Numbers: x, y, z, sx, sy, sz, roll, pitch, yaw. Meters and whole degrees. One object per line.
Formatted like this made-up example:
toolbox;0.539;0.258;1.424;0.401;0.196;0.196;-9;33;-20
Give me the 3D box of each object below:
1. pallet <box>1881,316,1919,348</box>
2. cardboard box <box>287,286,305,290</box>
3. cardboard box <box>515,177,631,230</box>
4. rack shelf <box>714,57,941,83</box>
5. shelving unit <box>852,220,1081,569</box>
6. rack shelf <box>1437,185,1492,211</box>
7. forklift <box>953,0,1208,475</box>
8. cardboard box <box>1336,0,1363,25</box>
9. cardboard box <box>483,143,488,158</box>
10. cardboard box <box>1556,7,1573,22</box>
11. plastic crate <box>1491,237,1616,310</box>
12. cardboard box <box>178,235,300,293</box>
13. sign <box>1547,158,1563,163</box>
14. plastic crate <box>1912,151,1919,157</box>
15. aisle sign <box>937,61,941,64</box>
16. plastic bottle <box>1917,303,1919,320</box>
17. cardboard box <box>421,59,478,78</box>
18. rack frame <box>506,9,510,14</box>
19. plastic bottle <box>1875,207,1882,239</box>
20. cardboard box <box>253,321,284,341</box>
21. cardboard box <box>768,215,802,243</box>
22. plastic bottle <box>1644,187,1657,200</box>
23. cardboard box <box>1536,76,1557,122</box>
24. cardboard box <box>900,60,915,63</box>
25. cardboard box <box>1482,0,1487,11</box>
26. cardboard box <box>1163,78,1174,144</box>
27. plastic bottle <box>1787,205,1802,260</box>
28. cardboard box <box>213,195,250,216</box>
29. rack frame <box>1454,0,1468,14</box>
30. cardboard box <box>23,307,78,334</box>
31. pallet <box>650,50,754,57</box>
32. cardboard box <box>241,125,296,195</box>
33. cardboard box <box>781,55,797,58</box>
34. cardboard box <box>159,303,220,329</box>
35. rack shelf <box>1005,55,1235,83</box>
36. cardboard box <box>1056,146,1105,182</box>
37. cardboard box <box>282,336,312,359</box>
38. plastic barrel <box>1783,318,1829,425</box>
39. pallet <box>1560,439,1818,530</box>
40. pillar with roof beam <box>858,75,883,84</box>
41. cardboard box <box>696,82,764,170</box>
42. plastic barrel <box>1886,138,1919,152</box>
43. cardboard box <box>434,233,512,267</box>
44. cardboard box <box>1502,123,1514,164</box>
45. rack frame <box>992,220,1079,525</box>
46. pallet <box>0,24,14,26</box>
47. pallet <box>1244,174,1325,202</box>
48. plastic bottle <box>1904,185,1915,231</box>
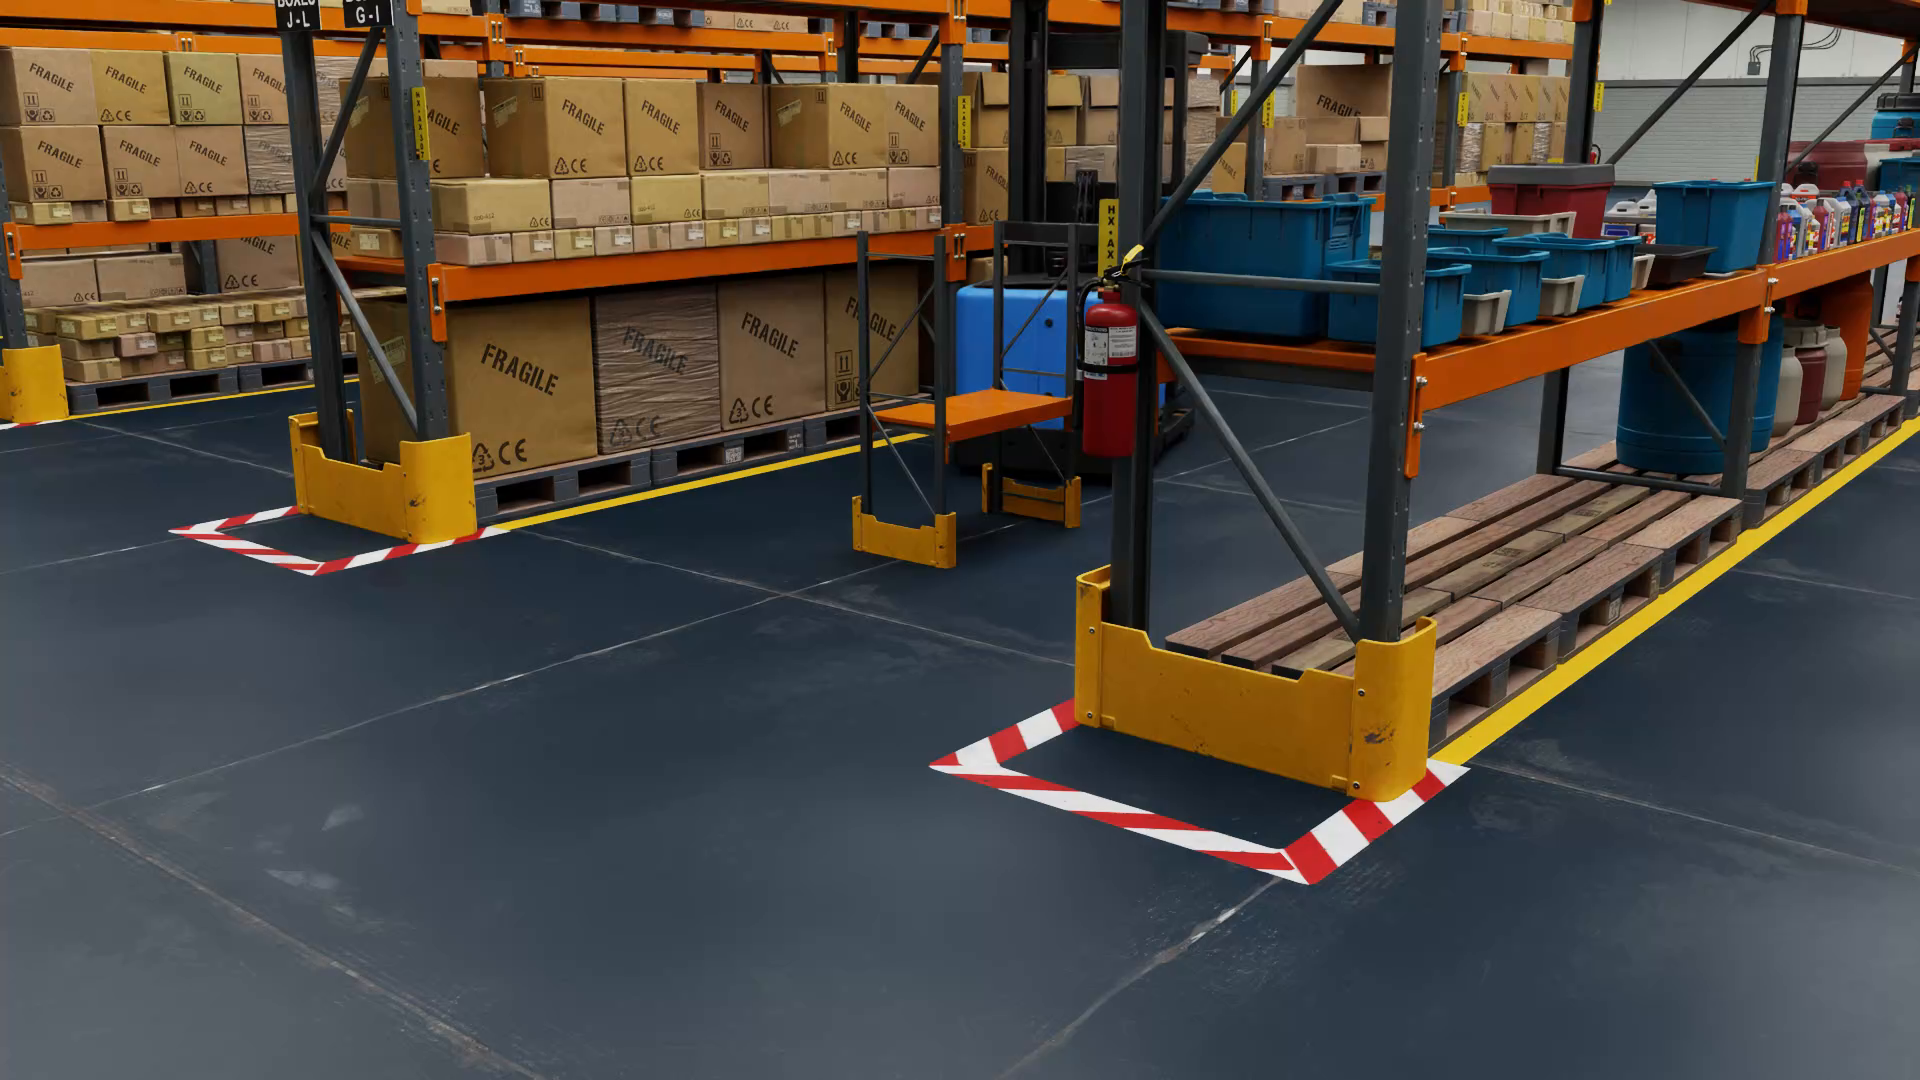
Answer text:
pallet;8.929;-1.855;14.996;1.003;0.211;1.213;11;18;38
cardboard box;-5.287;-1.993;13.604;0.380;0.149;0.250;12;18;39
cardboard box;-2.086;-1.775;8.718;0.500;0.250;0.500;11;18;37
rack shelf;-1.828;-6.873;24.453;1.077;0.370;4.000;11;18;38
shelving unit;0.048;-0.742;7.996;0.587;1.500;1.083;11;18;38
rack shelf;5.880;-3.885;18.786;1.077;0.370;4.000;11;18;38
forklift;0.906;-2.098;10.429;1.130;2.935;3.031;5;15;18
cardboard box;3.240;-4.715;14.802;0.500;0.250;0.500;12;18;39
cardboard box;-4.103;-3.438;14.619;0.380;0.149;0.250;12;19;39
cardboard box;6.724;-5.937;18.804;0.380;0.149;0.250;11;18;38
plastic crate;2.172;-0.983;6.117;0.416;0.233;0.300;11;18;38
cardboard box;-7.786;-3.157;17.921;0.875;0.875;0.875;12;19;39
sign;3.020;-1.772;8.444;0.100;0.325;0.005;11;18;38
plastic crate;7.215;-2.611;12.181;0.402;0.464;0.583;11;18;38
aisle sign;-0.307;-7.377;25.792;0.394;0.787;0.004;11;18;38
plastic bottle;8.656;-2.182;15.105;0.144;0.351;0.185;11;18;36
cardboard box;-4.285;-3.651;13.565;0.500;0.500;0.500;10;18;36
rack frame;-5.600;-7.526;19.472;1.000;3.000;0.127;11;18;38
plastic bottle;5.440;-1.903;9.926;0.097;0.201;0.097;0;14;0
cardboard box;-5.407;-1.627;12.767;0.380;0.149;0.250;12;19;40
cardboard box;-1.150;-1.842;9.791;0.380;0.149;0.250;11;18;37
plastic bottle;3.770;-1.755;9.040;0.144;0.351;0.185;11;18;38
cardboard box;6.357;-4.959;18.712;0.500;0.500;0.500;11;18;38
cardboard box;-0.903;-7.273;25.077;0.380;0.149;0.250;12;19;39
cardboard box;5.181;-5.501;17.089;0.380;0.149;0.250;10;17;35
cardboard box;1.225;-3.358;13.007;0.797;0.503;0.637;12;18;39
plastic bottle;4.212;-1.563;8.446;0.097;0.271;0.097;0;14;0
cardboard box;-5.494;-2.489;12.341;0.380;0.149;0.250;11;18;36
rack frame;4.623;-6.758;16.451;1.000;3.000;0.127;11;18;38
cardboard box;-6.578;-1.590;12.020;0.380;0.149;0.250;12;18;38
pallet;-3.556;-6.645;22.479;1.213;0.211;1.003;11;18;38
cardboard box;-5.267;-2.872;12.530;0.500;0.500;0.500;11;18;36
cardboard box;-2.489;-6.779;23.135;0.380;0.149;0.250;11;18;38
cardboard box;-5.691;-1.658;12.285;0.380;0.149;0.250;10;17;35
rack shelf;2.085;-6.126;21.514;1.077;0.370;4.000;11;18;38
cardboard box;0.708;-2.609;12.097;0.500;0.500;0.500;11;18;36
cardboard box;-5.174;-1.511;12.914;0.380;0.149;0.250;11;18;38
plastic barrel;4.957;-1.041;10.171;0.600;0.588;0.708;11;18;38
pallet;3.964;-0.342;9.041;1.003;0.211;1.213;11;18;38
pillar with roof beam;1.546;-10.314;30.449;9.100;9.000;0.400;11;18;38
cardboard box;-1.544;-2.508;10.081;0.500;0.500;0.500;11;18;36
plastic barrel;7.703;-3.001;13.568;0.433;0.535;0.433;0;14;0
cardboard box;-2.440;-1.448;8.241;0.380;0.149;0.250;12;18;38
cardboard box;5.531;-4.322;18.236;0.875;0.500;0.500;11;18;38
rack frame;0.373;-0.841;8.386;0.500;1.500;0.032;11;18;38
pallet;-9.403;-4.876;15.311;1.003;0.211;1.213;11;18;38
pallet;2.474;-3.145;14.800;1.213;0.211;1.003;11;18;38
plastic bottle;6.038;-2.118;10.606;0.061;0.283;0.133;11;18;38
